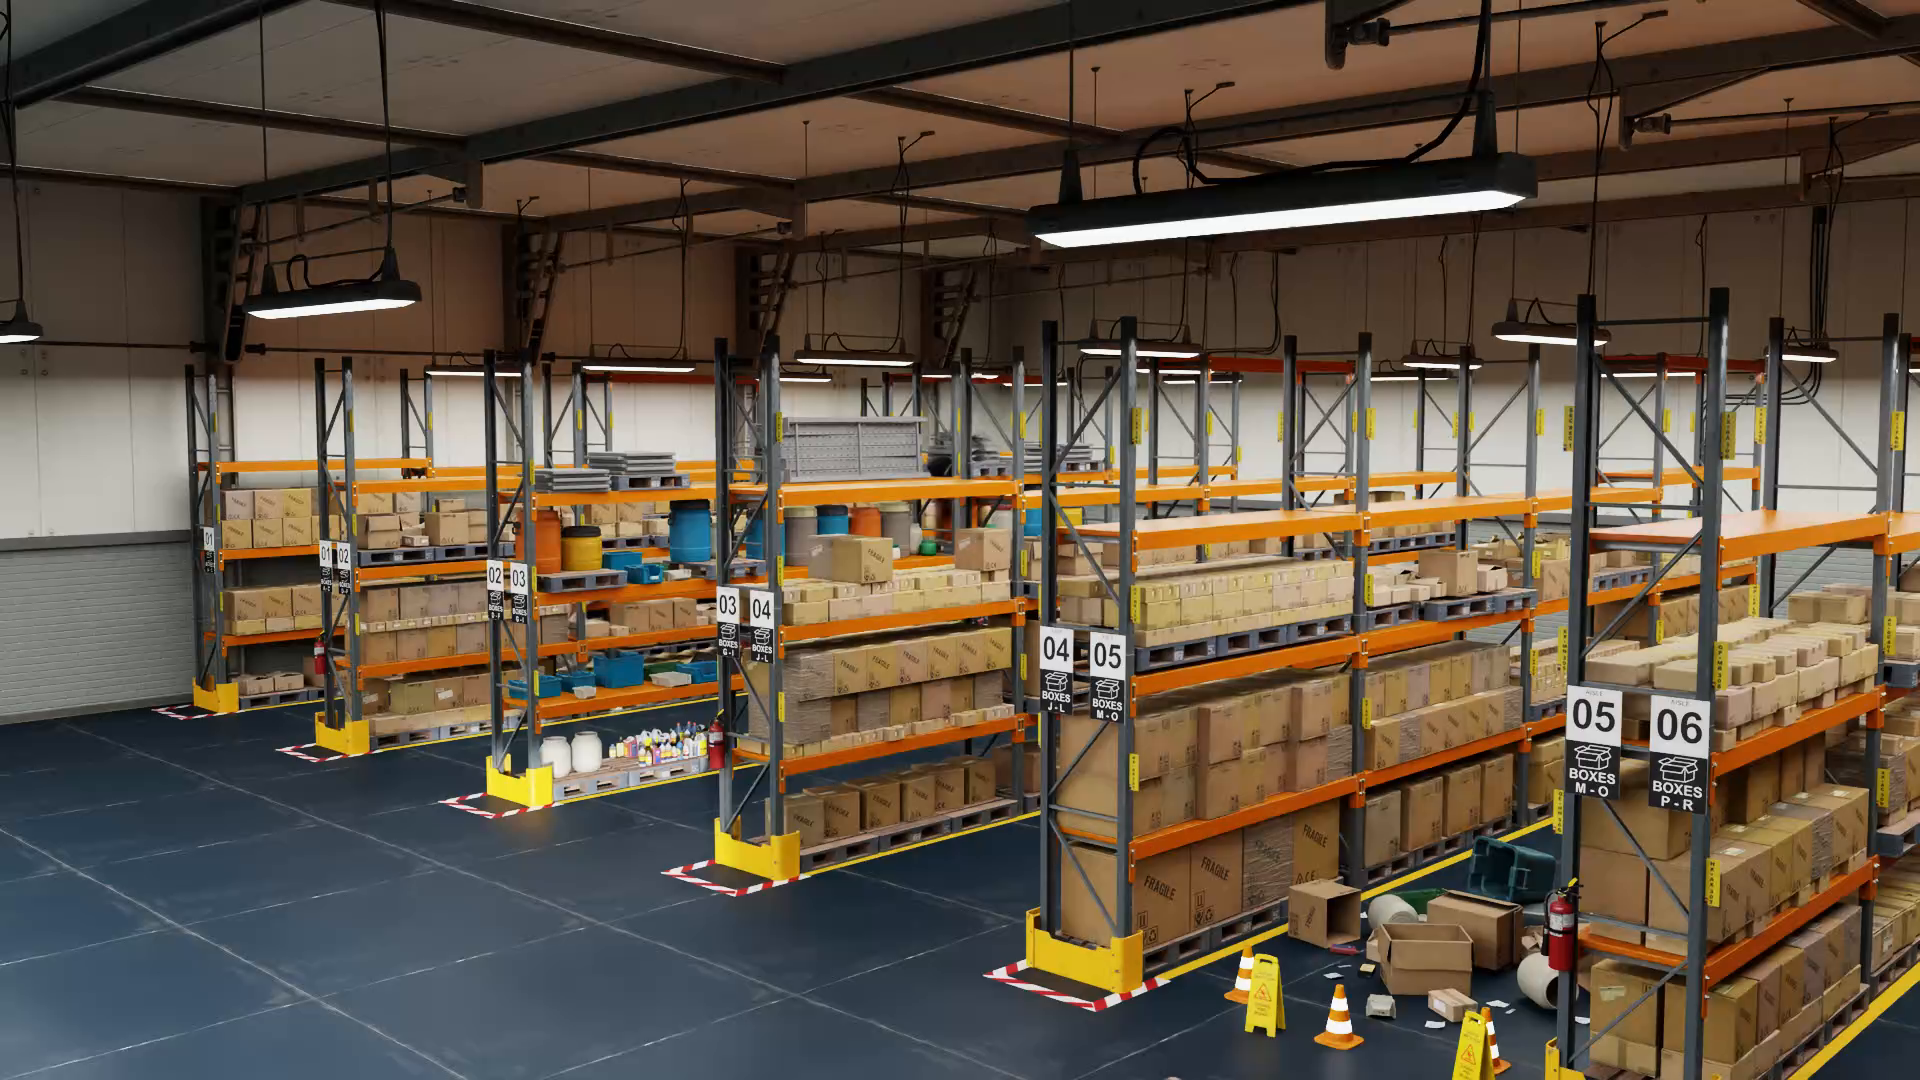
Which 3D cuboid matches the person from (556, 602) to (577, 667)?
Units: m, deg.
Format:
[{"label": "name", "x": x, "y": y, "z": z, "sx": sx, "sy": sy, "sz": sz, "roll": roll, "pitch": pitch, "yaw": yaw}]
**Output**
[{"label": "person", "x": -7.231, "y": 1.906, "z": 30.973, "sx": 0.706, "sy": 1.727, "sz": 0.755, "roll": 4, "pitch": 6, "yaw": 44}]
